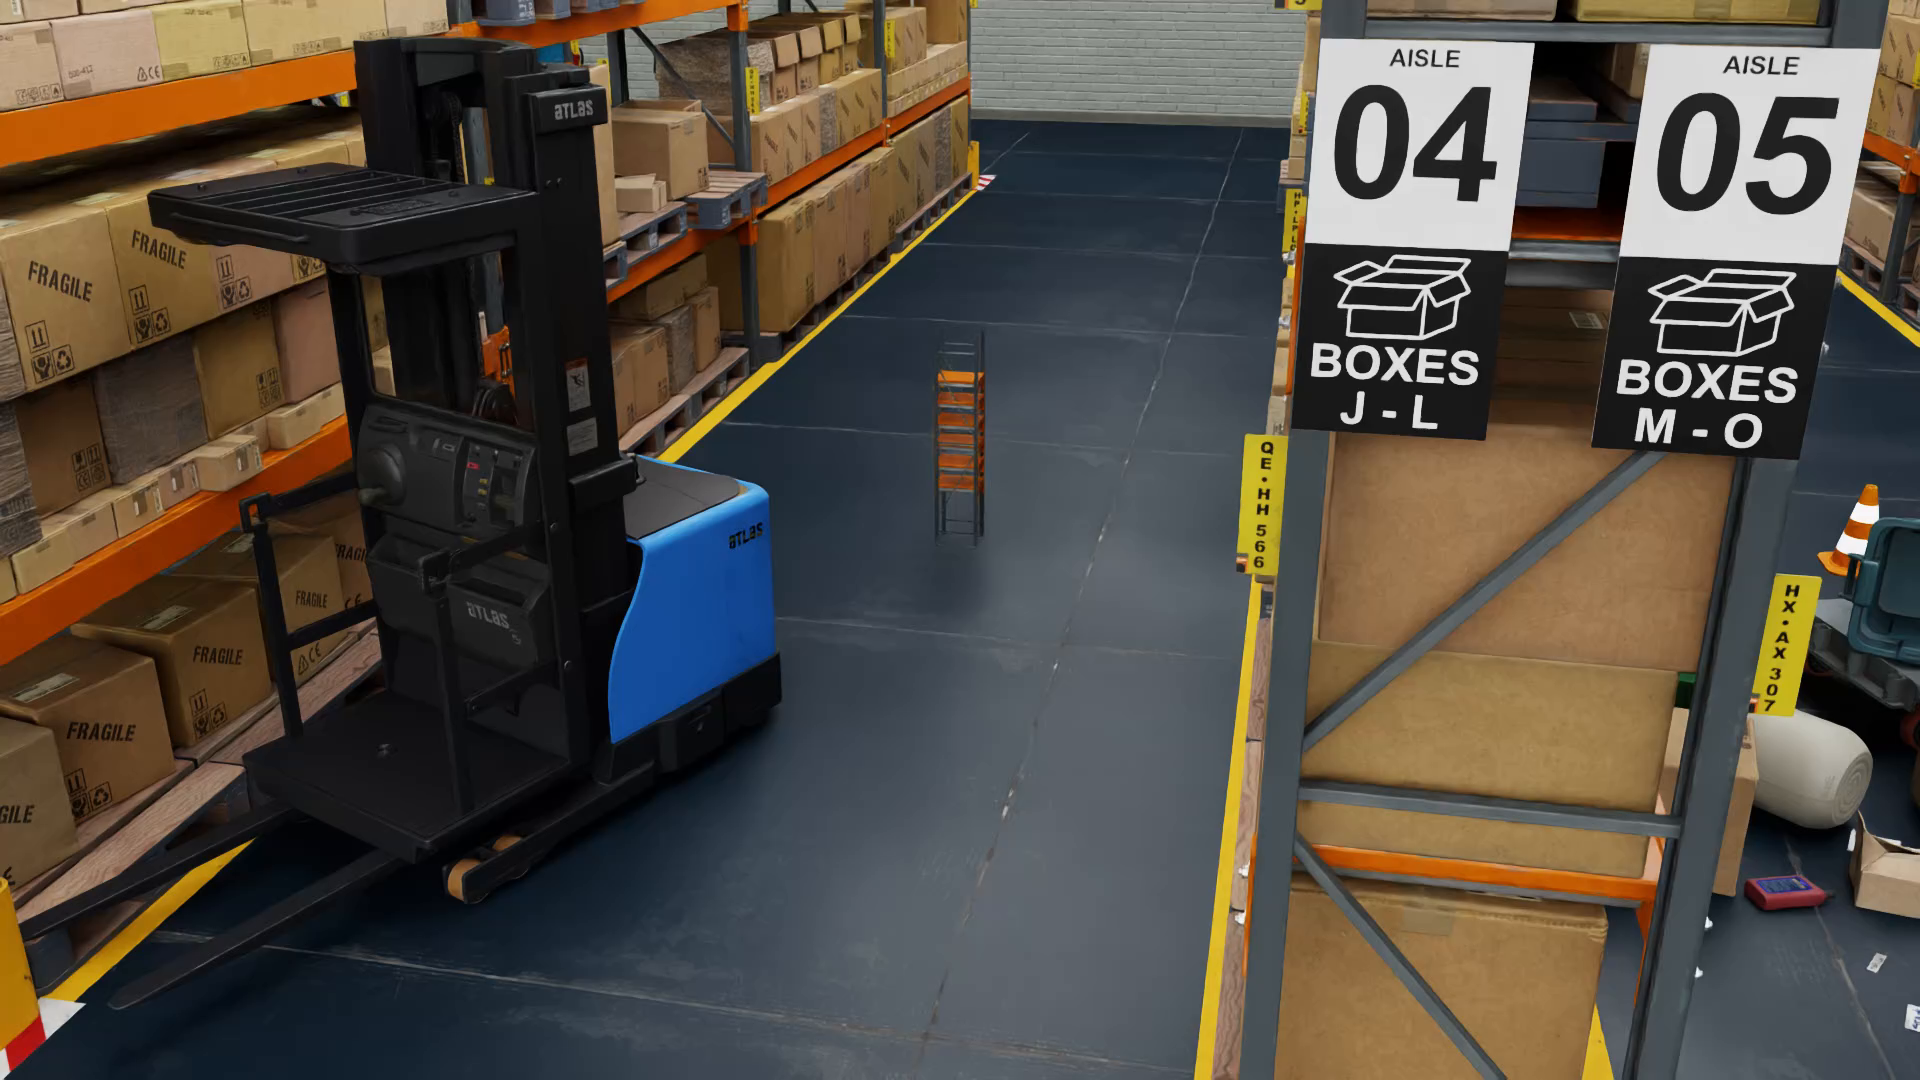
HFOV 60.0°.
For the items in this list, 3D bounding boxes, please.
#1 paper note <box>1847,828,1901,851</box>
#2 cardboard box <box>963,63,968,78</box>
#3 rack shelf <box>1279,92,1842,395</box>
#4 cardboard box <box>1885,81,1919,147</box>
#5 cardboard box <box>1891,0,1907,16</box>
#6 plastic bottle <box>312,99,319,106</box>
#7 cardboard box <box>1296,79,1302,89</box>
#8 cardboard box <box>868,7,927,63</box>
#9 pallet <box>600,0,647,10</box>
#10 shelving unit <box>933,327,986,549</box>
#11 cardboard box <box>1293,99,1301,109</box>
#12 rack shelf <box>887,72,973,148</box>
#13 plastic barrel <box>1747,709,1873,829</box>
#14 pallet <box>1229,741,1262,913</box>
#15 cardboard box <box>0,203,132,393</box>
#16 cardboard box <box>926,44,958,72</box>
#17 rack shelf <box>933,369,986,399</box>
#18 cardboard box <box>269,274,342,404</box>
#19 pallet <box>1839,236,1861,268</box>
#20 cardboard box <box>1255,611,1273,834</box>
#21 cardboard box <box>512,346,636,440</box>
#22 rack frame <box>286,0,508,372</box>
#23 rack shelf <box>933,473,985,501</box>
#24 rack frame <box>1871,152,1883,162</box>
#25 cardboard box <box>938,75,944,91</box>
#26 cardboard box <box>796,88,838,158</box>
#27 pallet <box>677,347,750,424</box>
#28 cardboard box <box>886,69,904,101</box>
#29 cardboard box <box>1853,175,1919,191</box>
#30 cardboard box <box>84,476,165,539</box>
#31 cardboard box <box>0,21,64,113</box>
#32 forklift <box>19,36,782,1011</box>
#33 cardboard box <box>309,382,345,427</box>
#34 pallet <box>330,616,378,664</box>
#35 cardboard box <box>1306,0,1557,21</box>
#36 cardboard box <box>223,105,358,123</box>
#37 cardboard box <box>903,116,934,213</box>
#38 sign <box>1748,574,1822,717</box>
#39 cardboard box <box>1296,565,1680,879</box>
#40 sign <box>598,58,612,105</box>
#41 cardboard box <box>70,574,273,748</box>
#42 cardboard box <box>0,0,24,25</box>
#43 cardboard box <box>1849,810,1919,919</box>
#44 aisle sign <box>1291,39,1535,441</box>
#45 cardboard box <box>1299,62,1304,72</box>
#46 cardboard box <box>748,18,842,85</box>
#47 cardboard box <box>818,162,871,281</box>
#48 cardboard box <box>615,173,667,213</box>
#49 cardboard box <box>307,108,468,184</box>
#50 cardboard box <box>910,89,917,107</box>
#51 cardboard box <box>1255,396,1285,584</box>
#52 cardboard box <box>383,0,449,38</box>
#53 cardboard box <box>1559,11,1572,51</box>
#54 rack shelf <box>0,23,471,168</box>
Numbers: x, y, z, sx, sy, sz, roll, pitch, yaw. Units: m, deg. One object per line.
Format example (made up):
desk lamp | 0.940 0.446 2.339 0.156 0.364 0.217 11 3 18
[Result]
paper note | 3.526 1.173 6.411 0.172 0.023 0.155 13 25 29
cardboard box | -0.125 -5.376 19.024 0.380 0.149 0.250 5 22 12
rack shelf | 1.604 -1.171 5.193 1.077 0.370 4.000 4 22 11
cardboard box | 8.355 -3.665 14.305 0.500 0.500 0.500 5 22 11
cardboard box | 8.532 -4.745 14.778 0.380 0.149 0.250 4 22 11
plastic bottle | -6.009 -3.969 15.360 0.152 0.276 0.135 4 22 11
cardboard box | 2.851 -3.542 13.112 0.380 0.149 0.250 5 23 13
cardboard box | -0.633 -5.127 16.868 0.500 0.500 0.500 4 22 9
pallet | -2.384 -3.161 9.423 1.213 0.211 1.003 4 22 11
shelving unit | -0.003 -0.551 9.116 0.258 1.200 0.189 4 22 11
cardboard box | 2.586 -3.063 11.922 0.380 0.149 0.250 5 23 13
rack shelf | -0.783 -4.583 17.681 1.077 0.370 4.000 4 22 11
plastic barrel | 3.282 0.883 6.596 0.421 0.421 0.512 -16 27 -35
pallet | 1.533 1.169 6.169 1.003 0.211 1.213 4 22 11
cardboard box | -3.152 -0.807 5.473 0.500 0.500 0.500 4 22 11
cardboard box | -0.318 -5.334 18.384 0.500 0.250 0.500 4 22 10
rack shelf | -0.003 -0.844 8.998 0.258 0.103 0.180 4 22 11
cardboard box | -3.116 -0.913 7.074 0.875 0.500 0.500 4 22 11
pallet | 8.989 -2.856 16.162 1.003 0.211 1.213 4 22 11
cardboard box | 1.447 0.834 5.549 0.875 0.875 0.875 4 22 10
cardboard box | -2.447 -0.905 10.341 0.700 0.500 0.500 3 22 6
rack frame | -2.823 -1.259 8.465 1.000 3.000 0.127 4 22 11
rack shelf | -0.003 -0.287 9.223 0.258 0.103 0.180 4 22 11
rack frame | 9.327 -4.893 17.487 1.000 3.000 0.127 4 22 11
cardboard box | -0.384 -4.908 17.860 0.380 0.149 0.250 5 22 11
cardboard box | -1.334 -3.485 13.857 0.500 0.500 0.500 5 22 11
pallet | -2.168 -1.143 11.909 1.003 0.211 1.213 4 22 11
cardboard box | -0.839 -4.405 16.080 0.500 0.250 0.500 4 22 10
cardboard box | 9.111 -3.315 16.436 0.875 0.438 0.875 5 22 12
cardboard box | -3.124 -0.130 5.998 0.380 0.149 0.250 4 22 11
cardboard box | -3.189 -1.464 5.159 0.500 0.250 0.500 4 22 10
forklift | -2.036 -0.237 6.018 1.130 2.935 3.031 14 26 31
cardboard box | -2.883 -0.588 7.136 0.380 0.149 0.250 4 22 11
pallet | -2.926 0.282 8.370 1.003 0.211 1.213 4 22 11
cardboard box | 1.022 -1.283 3.615 0.500 0.250 0.500 5 22 12
cardboard box | -3.164 -1.762 7.844 0.500 0.500 0.500 4 22 11
cardboard box | -0.794 -3.959 17.450 0.875 0.875 0.875 4 22 11
sign | 1.738 0.225 3.516 0.100 0.325 0.005 4 22 11
cardboard box | 1.227 0.410 4.120 0.875 0.550 0.550 4 22 11
sign | -2.551 -3.300 11.984 0.100 0.325 0.005 4 22 11
cardboard box | -3.261 0.492 6.900 0.500 0.500 0.500 7 23 16
cardboard box | -3.153 -1.670 5.136 0.380 0.149 0.250 5 23 13
cardboard box | 3.464 1.193 6.036 0.396 0.266 0.258 8 23 20
aisle sign | 0.887 -0.584 3.309 0.394 0.787 0.004 4 22 11
cardboard box | 3.113 -4.015 14.286 0.380 0.149 0.250 6 23 14
cardboard box | -1.465 -4.213 14.321 0.797 0.503 0.637 5 22 12
cardboard box | -1.483 -2.832 14.652 1.225 0.875 0.875 4 22 9
cardboard box | -2.083 -2.224 10.479 0.396 0.266 0.258 4 22 9
cardboard box | -2.646 -1.722 7.744 0.500 0.500 0.500 4 22 11
cardboard box | -0.646 -4.440 16.700 0.380 0.149 0.250 4 22 9
cardboard box | 2.050 -0.229 8.357 1.050 0.750 0.750 4 22 11
cardboard box | -2.661 -2.395 7.470 0.500 0.250 0.500 5 23 13
cardboard box | 1.785 -1.368 4.360 0.380 0.149 0.250 5 22 11
rack shelf | -3.231 -1.586 6.223 1.077 0.370 4.000 4 22 11
